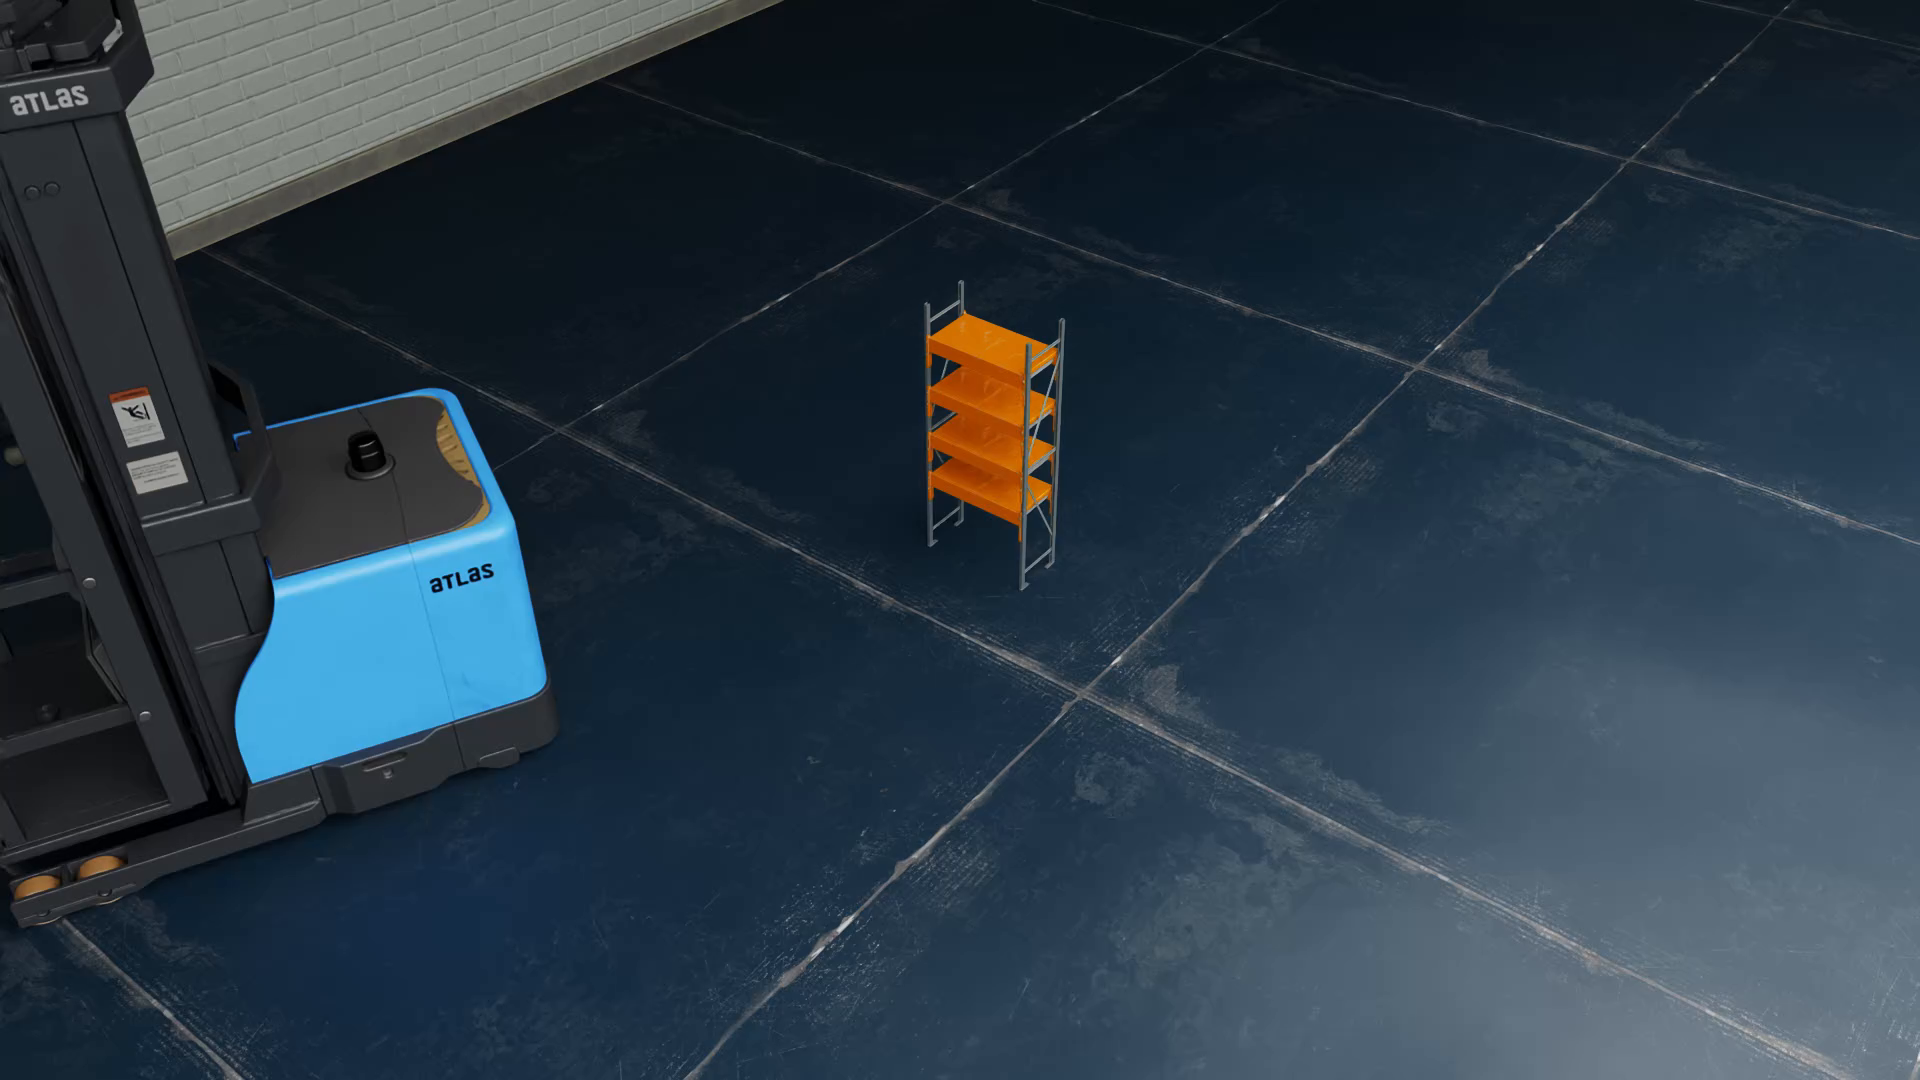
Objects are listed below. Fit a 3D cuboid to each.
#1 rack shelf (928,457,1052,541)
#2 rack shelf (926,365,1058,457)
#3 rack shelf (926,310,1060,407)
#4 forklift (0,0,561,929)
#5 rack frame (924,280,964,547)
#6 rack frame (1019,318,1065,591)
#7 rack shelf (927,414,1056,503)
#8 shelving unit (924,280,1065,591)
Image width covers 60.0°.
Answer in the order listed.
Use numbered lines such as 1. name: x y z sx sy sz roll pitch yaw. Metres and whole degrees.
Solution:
1. rack shelf: 0.131 -0.201 6.965 0.480 0.148 0.258 25 45 29
2. rack shelf: 0.131 -0.534 6.704 0.480 0.148 0.258 25 45 29
3. rack shelf: 0.131 -0.720 6.559 0.480 0.148 0.258 25 45 29
4. forklift: -3.052 -0.234 5.171 3.031 2.935 1.130 -17 41 -20
5. rack frame: -0.062 -0.502 6.918 0.015 1.200 0.240 25 45 29
6. rack frame: 0.325 -0.319 6.684 0.015 1.200 0.240 25 45 29
7. rack shelf: 0.131 -0.357 6.842 0.480 0.148 0.258 25 45 29
8. shelving unit: 0.131 -0.410 6.801 0.503 1.200 0.258 25 45 29
